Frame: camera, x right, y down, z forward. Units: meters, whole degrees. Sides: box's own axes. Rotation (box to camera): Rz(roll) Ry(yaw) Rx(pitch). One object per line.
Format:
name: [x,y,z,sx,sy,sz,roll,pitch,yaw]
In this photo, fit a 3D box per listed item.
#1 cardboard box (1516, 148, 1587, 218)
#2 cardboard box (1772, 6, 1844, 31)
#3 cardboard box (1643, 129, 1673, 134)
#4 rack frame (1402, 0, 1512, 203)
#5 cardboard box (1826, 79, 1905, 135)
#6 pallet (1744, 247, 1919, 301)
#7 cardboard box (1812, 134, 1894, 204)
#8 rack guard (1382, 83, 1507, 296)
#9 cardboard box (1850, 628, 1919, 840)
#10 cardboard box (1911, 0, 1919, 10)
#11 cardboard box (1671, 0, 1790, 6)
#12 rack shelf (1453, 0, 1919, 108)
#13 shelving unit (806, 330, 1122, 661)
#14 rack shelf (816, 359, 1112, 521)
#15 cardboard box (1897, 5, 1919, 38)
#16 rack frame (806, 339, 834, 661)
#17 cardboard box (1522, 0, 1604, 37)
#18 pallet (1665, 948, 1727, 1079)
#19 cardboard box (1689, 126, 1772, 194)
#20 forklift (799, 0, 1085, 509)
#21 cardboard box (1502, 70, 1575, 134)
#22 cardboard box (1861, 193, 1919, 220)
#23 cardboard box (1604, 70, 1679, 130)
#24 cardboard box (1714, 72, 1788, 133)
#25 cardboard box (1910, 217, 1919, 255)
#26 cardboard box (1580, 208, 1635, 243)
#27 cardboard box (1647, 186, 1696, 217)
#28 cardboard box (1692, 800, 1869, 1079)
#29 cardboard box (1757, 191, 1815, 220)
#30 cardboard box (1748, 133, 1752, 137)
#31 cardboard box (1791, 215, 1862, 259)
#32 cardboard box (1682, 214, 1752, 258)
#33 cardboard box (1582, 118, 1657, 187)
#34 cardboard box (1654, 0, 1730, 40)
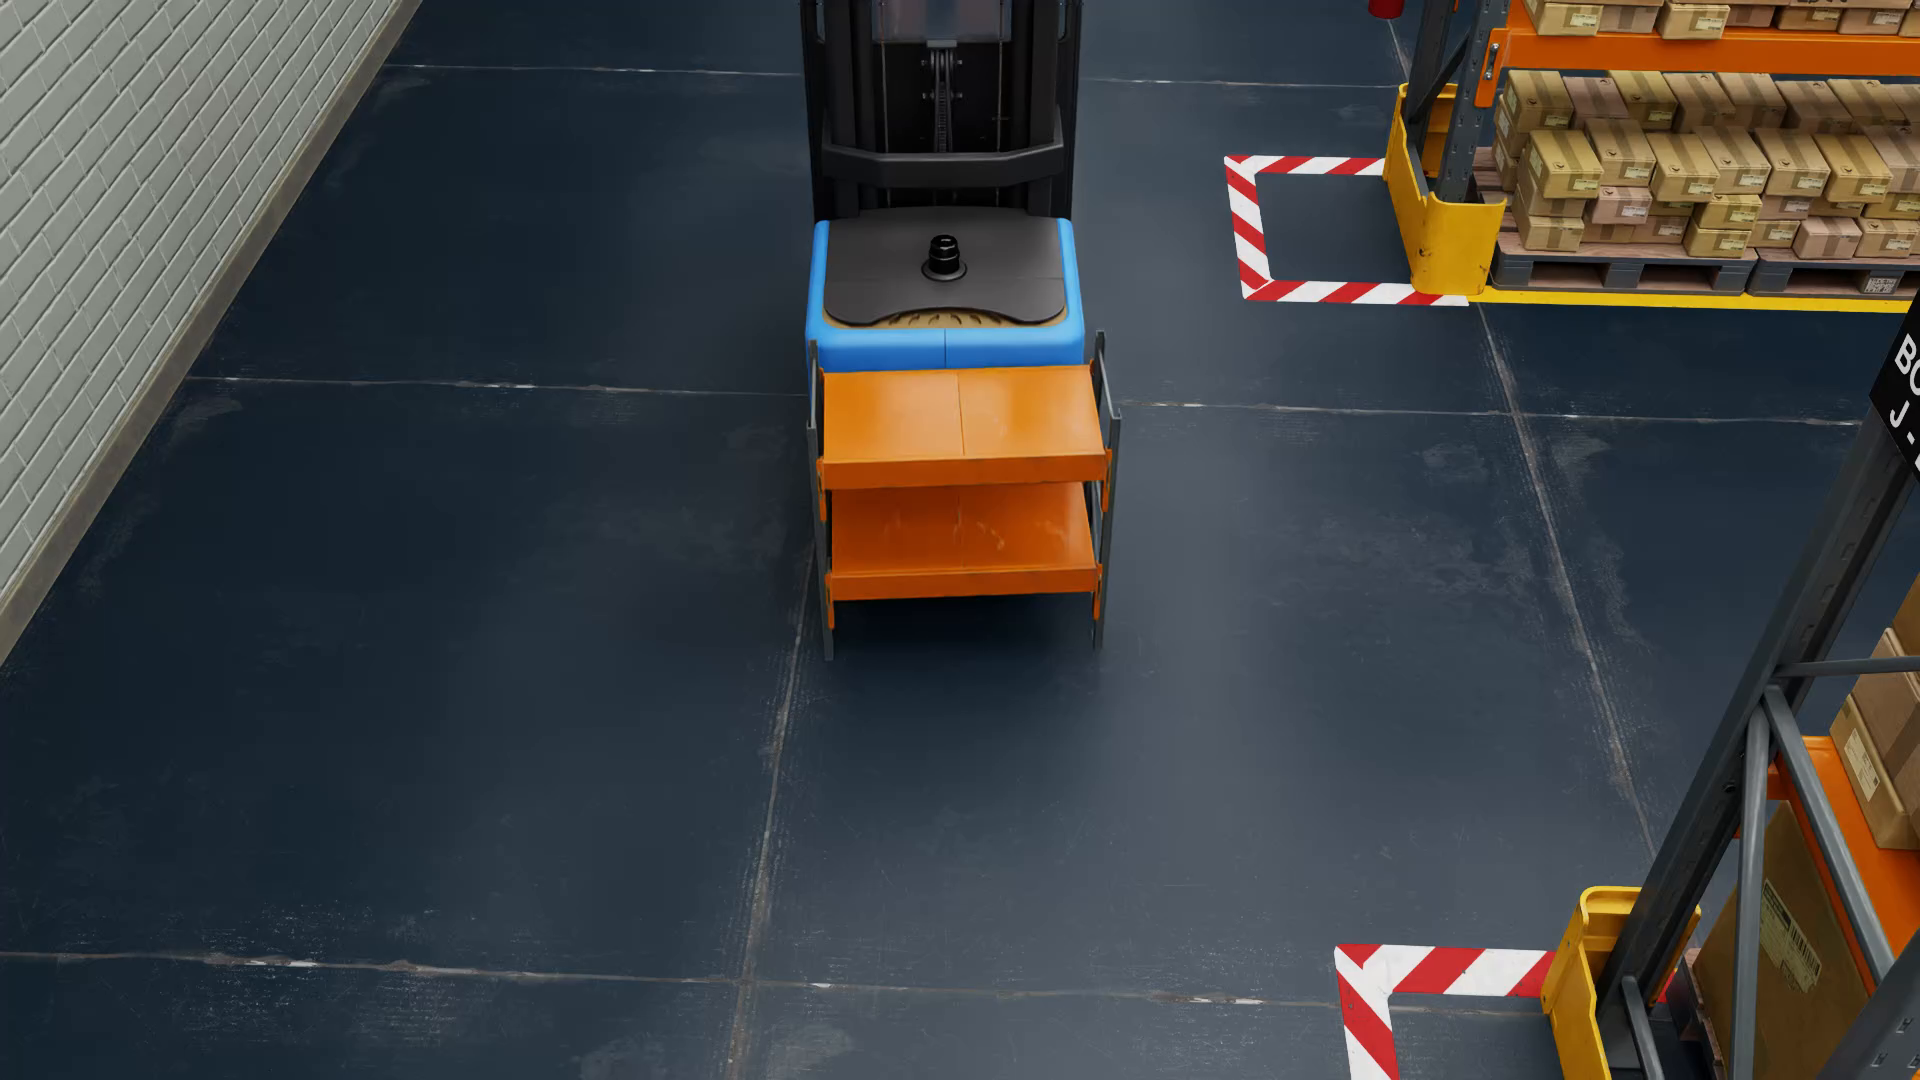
cardboard box: [2.827,-1.708,7.948,0.250,0.149,0.380,3,43,4]
cardboard box: [3.682,-2.390,7.300,0.250,0.149,0.380,1,43,1]
cardboard box: [3.375,-2.062,8.328,0.250,0.149,0.380,0,43,0]
rack frame: [2.315,-2.679,7.426,0.127,3.000,1.000,2,43,2]
cardboard box: [4.416,-2.102,8.153,0.250,0.149,0.380,2,43,2]
pallet: [4.417,-1.568,8.279,1.213,0.211,1.003,2,43,2]
cardboard box: [4.139,-1.733,7.757,0.250,0.149,0.380,2,43,3]
rack guard: [2.391,-1.762,8.275,0.348,0.500,1.175,2,43,2]
cardboard box: [2.487,0.475,3.931,0.500,0.250,0.500,1,43,1]
cardboard box: [4.285,-2.589,7.037,0.500,0.500,0.500,1,43,1]
cardboard box: [3.287,-2.624,7.074,0.500,0.500,0.500,2,43,2]
rack shelf: [4.313,-2.355,7.605,4.000,0.370,1.077,2,43,2]
shelving unit: [0.002,-0.144,6.079,1.048,1.125,0.538,-2,43,-2]
rack shelf: [0.002,-0.358,5.880,1.000,0.278,0.538,-2,43,-2]
cardboard box: [4.185,-2.341,7.247,0.250,0.149,0.380,3,43,3]
rack frame: [-0.505,-0.126,6.060,0.032,1.125,0.500,-2,43,-2]
cardboard box: [2.624,-2.354,7.261,0.250,0.149,0.380,1,43,2]
pallet: [2.793,1.687,4.785,1.213,0.211,1.003,2,43,2]
cardboard box: [3.602,-1.787,7.815,0.250,0.149,0.380,0,43,0]
forklift: [-0.077,-2.035,6.784,1.130,2.935,3.031,-1,43,-1]
cardboard box: [2.855,-2.164,8.219,0.250,0.149,0.380,2,43,2]
cardboard box: [4.410,-1.693,7.932,0.250,0.149,0.380,4,43,4]
cardboard box: [3.368,-2.196,8.253,0.250,0.149,0.380,1,43,1]
cardboard box: [3.895,-2.174,8.230,0.250,0.149,0.380,3,43,3]
cardboard box: [4.613,-1.533,7.978,0.250,0.149,0.380,3,43,3]
cardboard box: [3.089,-1.604,8.054,0.250,0.149,0.380,2,43,2]
cardboard box: [3.347,-1.714,7.954,0.250,0.149,0.380,2,43,2]
cardboard box: [2.634,1.284,4.422,0.875,0.875,0.875,2,43,2]
cardboard box: [3.867,-1.688,7.927,0.250,0.149,0.380,0,43,0]
cardboard box: [3.892,-2.055,8.321,0.250,0.149,0.380,2,43,3]
cardboard box: [4.092,-1.508,7.952,0.250,0.149,0.380,0,43,0]
cardboard box: [3.588,-1.518,7.962,0.250,0.149,0.380,2,43,2]
cardboard box: [3.104,-1.834,7.865,0.250,0.149,0.380,2,43,3]
cardboard box: [3.146,-2.330,7.235,0.250,0.149,0.380,1,43,1]
